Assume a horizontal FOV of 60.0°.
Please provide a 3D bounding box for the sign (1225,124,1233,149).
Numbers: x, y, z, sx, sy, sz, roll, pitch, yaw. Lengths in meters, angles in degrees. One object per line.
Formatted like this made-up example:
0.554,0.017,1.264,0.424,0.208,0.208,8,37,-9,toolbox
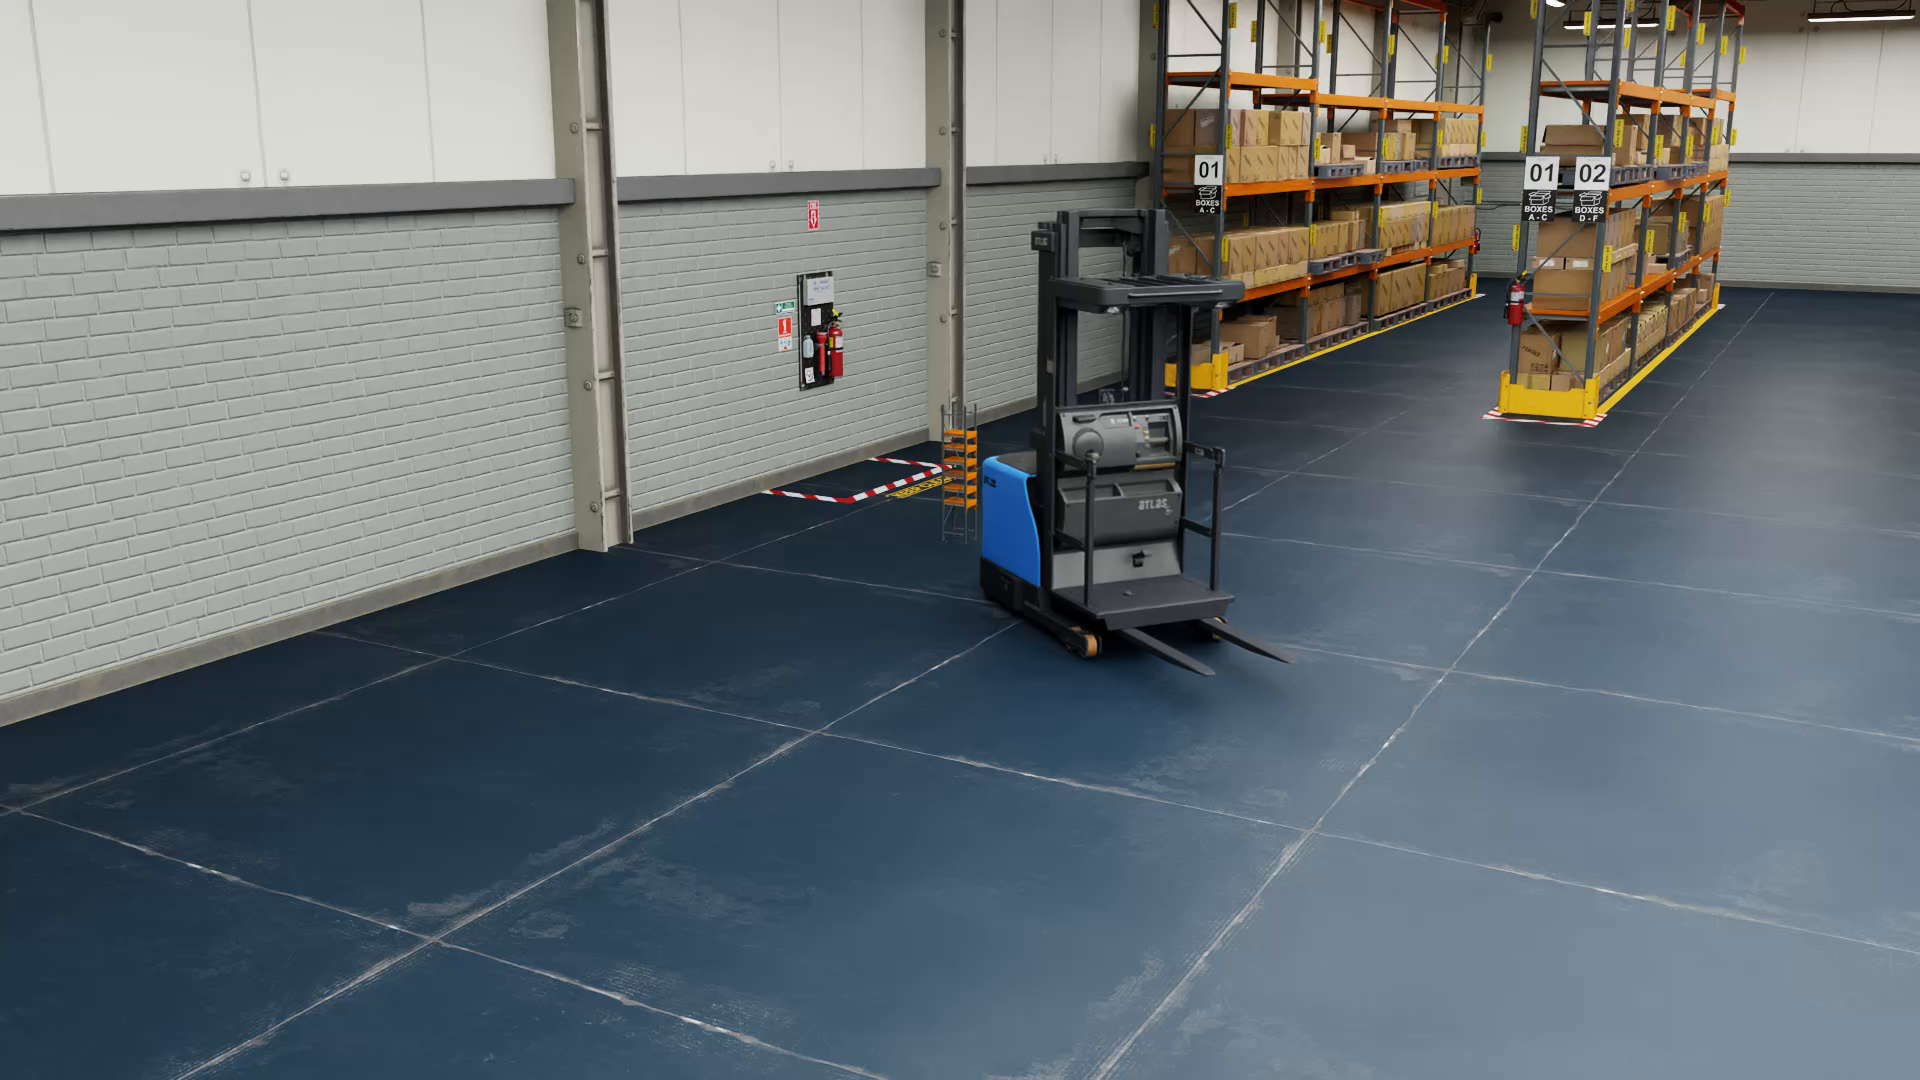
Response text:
3.634,-5.455,22.496,0.100,0.325,0.005,7,15,28,sign

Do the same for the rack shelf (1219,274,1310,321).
4.126,-3.694,24.991,1.077,0.370,4.000,7,15,28,rack shelf

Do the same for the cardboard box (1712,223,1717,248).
14.760,-6.073,33.110,0.500,0.500,0.500,8,15,28,cardboard box

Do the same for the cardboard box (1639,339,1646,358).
10.091,-2.920,25.218,0.500,0.250,0.500,8,16,29,cardboard box

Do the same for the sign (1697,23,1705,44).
11.852,-8.100,26.599,0.100,0.325,0.005,7,15,28,sign

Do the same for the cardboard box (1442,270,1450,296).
9.907,-5.434,35.110,0.700,0.500,0.500,8,16,29,cardboard box

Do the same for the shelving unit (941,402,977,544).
-0.007,-0.580,14.381,0.258,1.200,0.189,7,15,28,shelving unit

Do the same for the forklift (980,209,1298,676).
1.207,-0.739,11.347,1.130,2.935,3.031,-6,15,-23,forklift

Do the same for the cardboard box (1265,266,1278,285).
4.409,-3.950,24.794,0.500,0.250,0.500,8,15,29,cardboard box

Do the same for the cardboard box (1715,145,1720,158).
14.243,-7.439,31.843,0.500,0.250,0.500,7,15,28,cardboard box

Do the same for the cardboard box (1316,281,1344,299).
6.394,-4.374,29.073,0.500,0.250,0.500,8,16,29,cardboard box

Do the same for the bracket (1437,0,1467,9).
10.298,-11.577,35.673,0.076,0.066,4.783,7,15,28,bracket

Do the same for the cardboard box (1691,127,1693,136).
12.990,-7.199,30.273,0.600,0.600,0.600,6,15,23,cardboard box

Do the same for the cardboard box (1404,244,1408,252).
8.392,-5.626,31.962,0.380,0.149,0.250,7,15,26,cardboard box

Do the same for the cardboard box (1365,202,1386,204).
8.025,-6.386,32.133,0.500,0.250,0.500,7,15,26,cardboard box

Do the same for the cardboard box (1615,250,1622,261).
8.746,-3.862,22.557,0.380,0.149,0.250,8,16,30,cardboard box

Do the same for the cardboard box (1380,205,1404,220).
7.969,-6.120,31.026,0.500,0.250,0.500,7,15,28,cardboard box

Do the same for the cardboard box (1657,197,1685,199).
13.805,-6.411,32.381,0.500,0.500,0.500,8,15,28,cardboard box

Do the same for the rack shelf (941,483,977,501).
-0.007,-0.420,14.419,0.258,0.103,0.180,7,15,28,rack shelf

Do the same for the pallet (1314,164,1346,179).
5.485,-5.936,26.754,1.213,0.211,1.003,7,15,28,pallet

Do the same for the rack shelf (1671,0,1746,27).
14.265,-10.128,31.785,1.077,0.370,4.000,7,15,28,rack shelf

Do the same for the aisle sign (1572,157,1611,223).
7.734,-4.289,20.375,0.394,0.787,0.004,7,15,28,aisle sign

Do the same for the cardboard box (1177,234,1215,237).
3.453,-4.158,24.057,0.500,0.500,0.500,8,16,29,cardboard box

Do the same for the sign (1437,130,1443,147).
9.440,-7.898,32.721,0.100,0.325,0.005,7,15,28,sign

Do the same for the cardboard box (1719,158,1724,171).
14.733,-7.400,32.749,0.500,0.250,0.500,7,15,28,cardboard box

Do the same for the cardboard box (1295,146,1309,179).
5.064,-5.838,25.695,0.500,0.500,0.500,8,16,30,cardboard box

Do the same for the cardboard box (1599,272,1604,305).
7.984,-3.324,21.708,0.700,0.500,0.500,8,16,29,cardboard box

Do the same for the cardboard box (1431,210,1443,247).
9.237,-6.351,33.835,0.980,0.700,0.700,8,16,29,cardboard box

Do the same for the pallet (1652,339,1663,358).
10.933,-3.194,27.332,1.003,0.211,1.213,7,15,28,pallet

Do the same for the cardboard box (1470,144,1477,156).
10.772,-8.374,35.678,0.500,0.250,0.500,8,16,30,cardboard box

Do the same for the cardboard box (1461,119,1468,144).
10.283,-8.528,34.718,0.500,0.500,0.500,7,15,26,cardboard box

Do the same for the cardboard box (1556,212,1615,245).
8.252,-4.069,22.032,0.700,0.500,0.500,7,15,28,cardboard box

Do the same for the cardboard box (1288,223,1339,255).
5.936,-5.070,28.010,0.700,0.500,0.500,10,17,36,cardboard box

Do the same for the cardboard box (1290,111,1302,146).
4.831,-6.209,25.098,0.500,0.500,0.500,8,16,31,cardboard box

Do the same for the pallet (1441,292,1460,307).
9.985,-5.138,35.396,1.003,0.211,1.213,7,15,28,pallet

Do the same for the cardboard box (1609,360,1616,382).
8.678,-2.333,22.780,0.500,0.250,0.500,7,15,28,cardboard box

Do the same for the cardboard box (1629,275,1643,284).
10.038,-3.930,24.971,0.380,0.149,0.250,7,15,28,cardboard box

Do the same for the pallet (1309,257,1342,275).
5.590,-4.501,27.213,1.003,0.211,1.213,7,15,28,pallet

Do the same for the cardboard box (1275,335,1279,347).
4.860,-3.177,26.420,0.380,0.166,0.250,5,15,21,cardboard box

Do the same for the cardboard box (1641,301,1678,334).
11.835,-3.774,28.182,0.500,0.500,0.500,8,16,30,cardboard box

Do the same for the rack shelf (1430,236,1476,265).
9.927,-6.156,35.203,1.077,0.370,4.000,7,15,28,rack shelf

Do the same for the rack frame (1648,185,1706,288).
13.298,-5.535,31.092,1.000,3.000,0.127,7,15,28,rack frame

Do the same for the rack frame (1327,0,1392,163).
7.027,-8.191,29.309,1.000,3.000,0.127,7,15,28,rack frame

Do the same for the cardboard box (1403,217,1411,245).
8.232,-5.864,31.567,0.500,0.500,0.500,8,16,30,cardboard box

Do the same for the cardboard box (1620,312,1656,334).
10.591,-3.406,26.035,0.500,0.311,0.500,8,16,30,cardboard box

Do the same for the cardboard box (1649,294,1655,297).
12.110,-4.146,29.725,0.500,0.500,0.500,7,15,26,cardboard box

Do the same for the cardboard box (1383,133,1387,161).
7.421,-7.216,30.513,0.700,0.500,0.500,6,15,25,cardboard box

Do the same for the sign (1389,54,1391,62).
8.486,-9.611,32.867,0.100,0.325,0.005,7,15,28,sign

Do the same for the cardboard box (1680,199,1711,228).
13.772,-6.134,31.232,0.500,0.500,0.500,8,16,29,cardboard box

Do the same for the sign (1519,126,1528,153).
7.029,-4.987,20.700,0.100,0.325,0.005,7,15,28,sign

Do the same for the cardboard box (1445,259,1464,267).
10.740,-6.018,36.151,0.380,0.149,0.250,7,15,27,cardboard box

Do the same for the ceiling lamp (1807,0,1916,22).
18.718,-12.376,34.214,2.000,3.185,0.800,7,15,28,ceiling lamp

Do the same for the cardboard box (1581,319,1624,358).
8.908,-2.801,23.124,0.500,0.500,0.500,7,15,28,cardboard box

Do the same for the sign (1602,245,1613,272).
7.980,-3.468,20.503,0.100,0.325,0.005,7,15,28,sign

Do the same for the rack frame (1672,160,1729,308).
15.232,-6.356,34.496,1.000,3.000,0.127,7,15,28,rack frame

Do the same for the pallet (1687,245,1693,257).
12.817,-5.290,30.486,1.003,0.211,1.213,7,15,28,pallet
